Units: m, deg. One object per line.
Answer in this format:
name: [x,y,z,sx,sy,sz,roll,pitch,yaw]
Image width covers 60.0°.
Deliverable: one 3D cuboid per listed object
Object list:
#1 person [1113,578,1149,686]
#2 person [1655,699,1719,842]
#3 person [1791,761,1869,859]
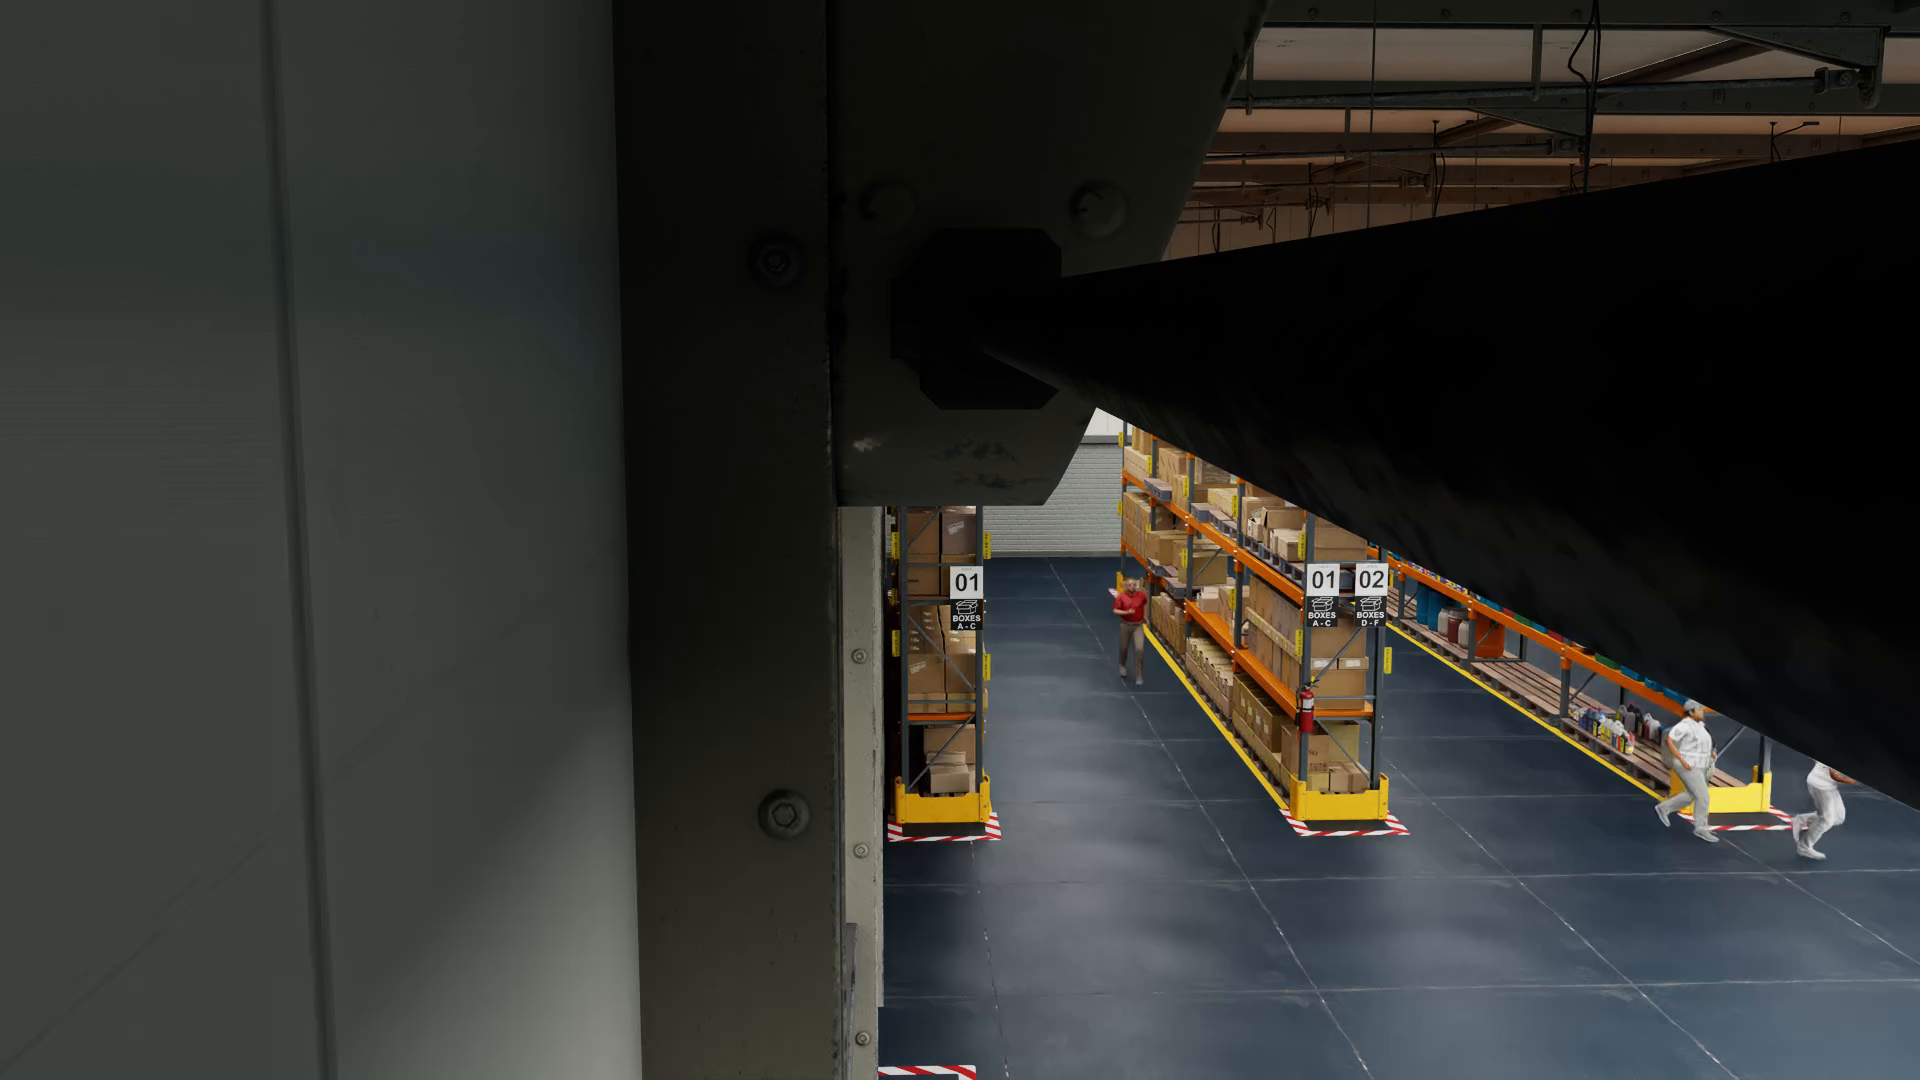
person: [2.886,1.528,28.158,0.627,1.781,0.845,-1,8,-4]
person: [8.805,2.737,20.015,0.804,1.660,0.602,8,11,43]
person: [10.048,2.852,19.159,0.802,1.644,0.721,5,10,33]
